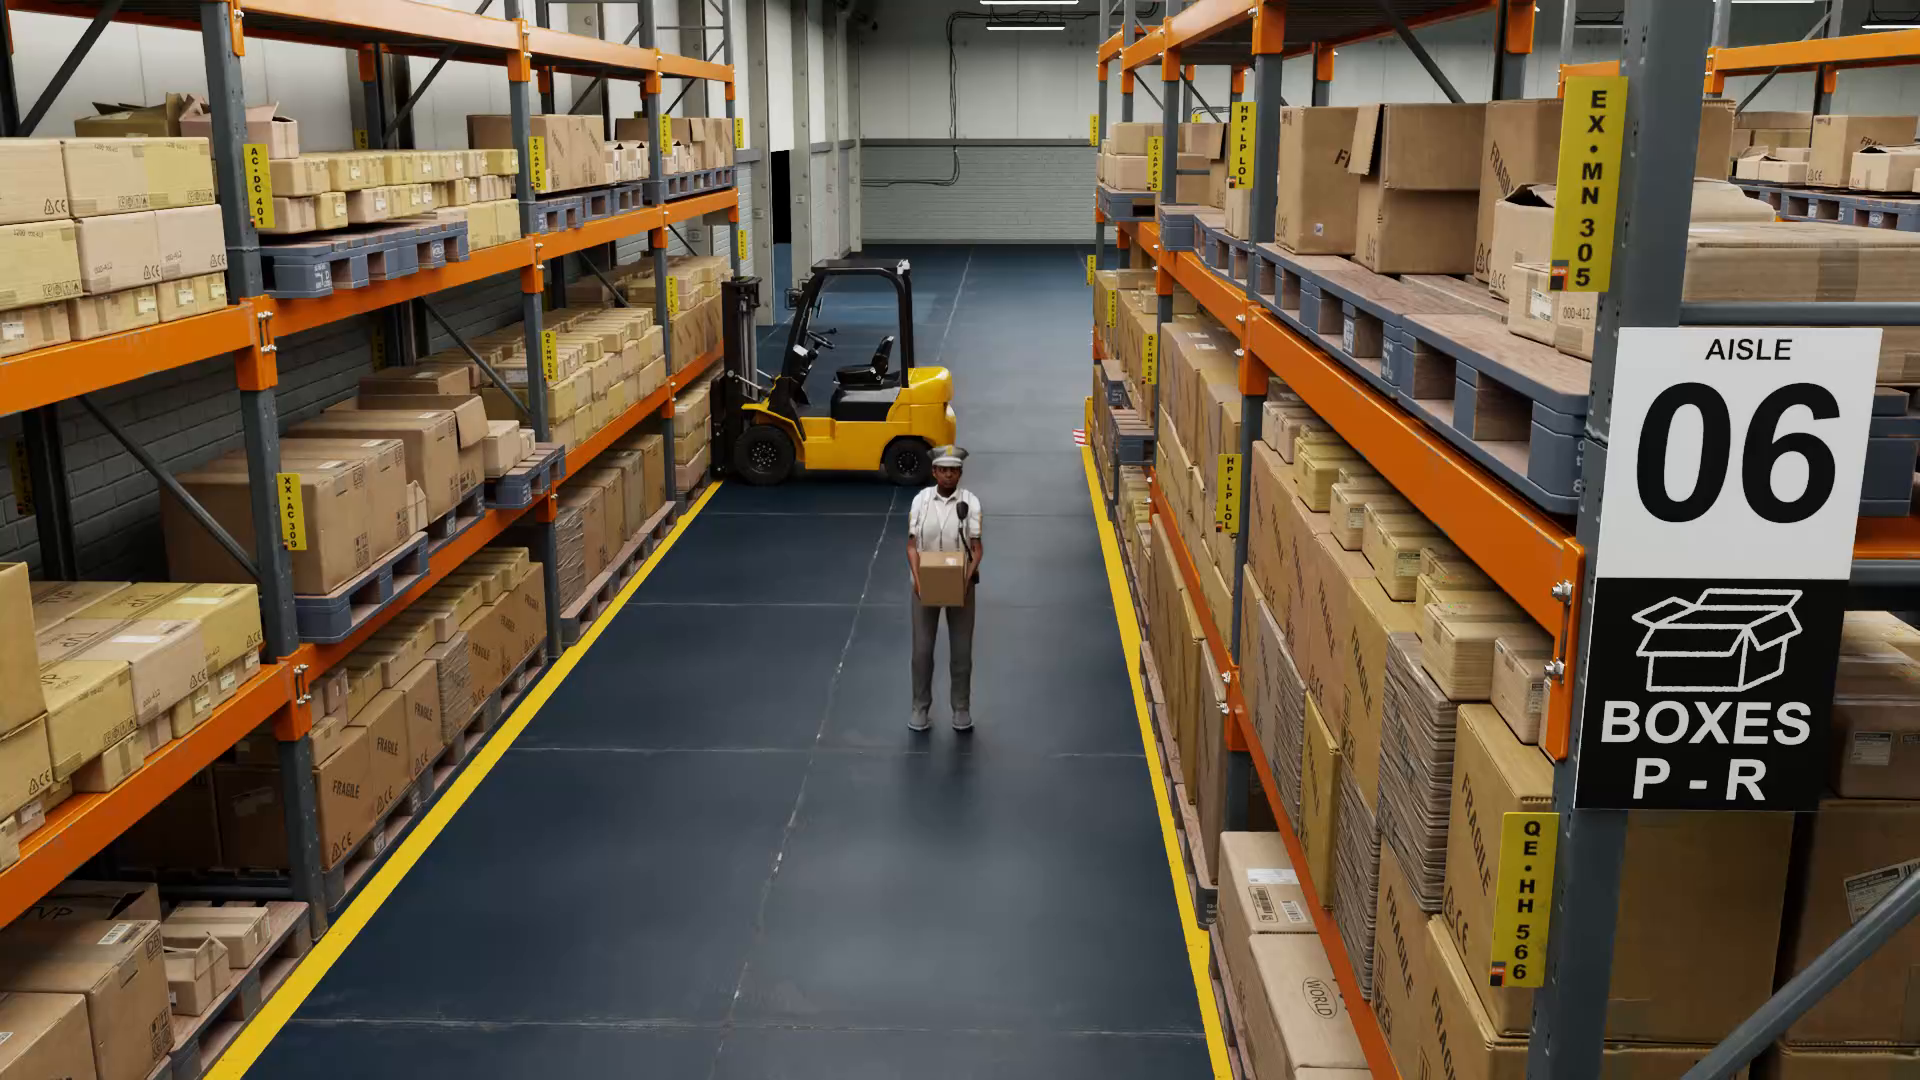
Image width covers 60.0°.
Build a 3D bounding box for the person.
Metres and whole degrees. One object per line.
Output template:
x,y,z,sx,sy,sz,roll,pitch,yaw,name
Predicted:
-0.089,0.288,9.778,0.456,1.694,0.528,0,14,1,person
